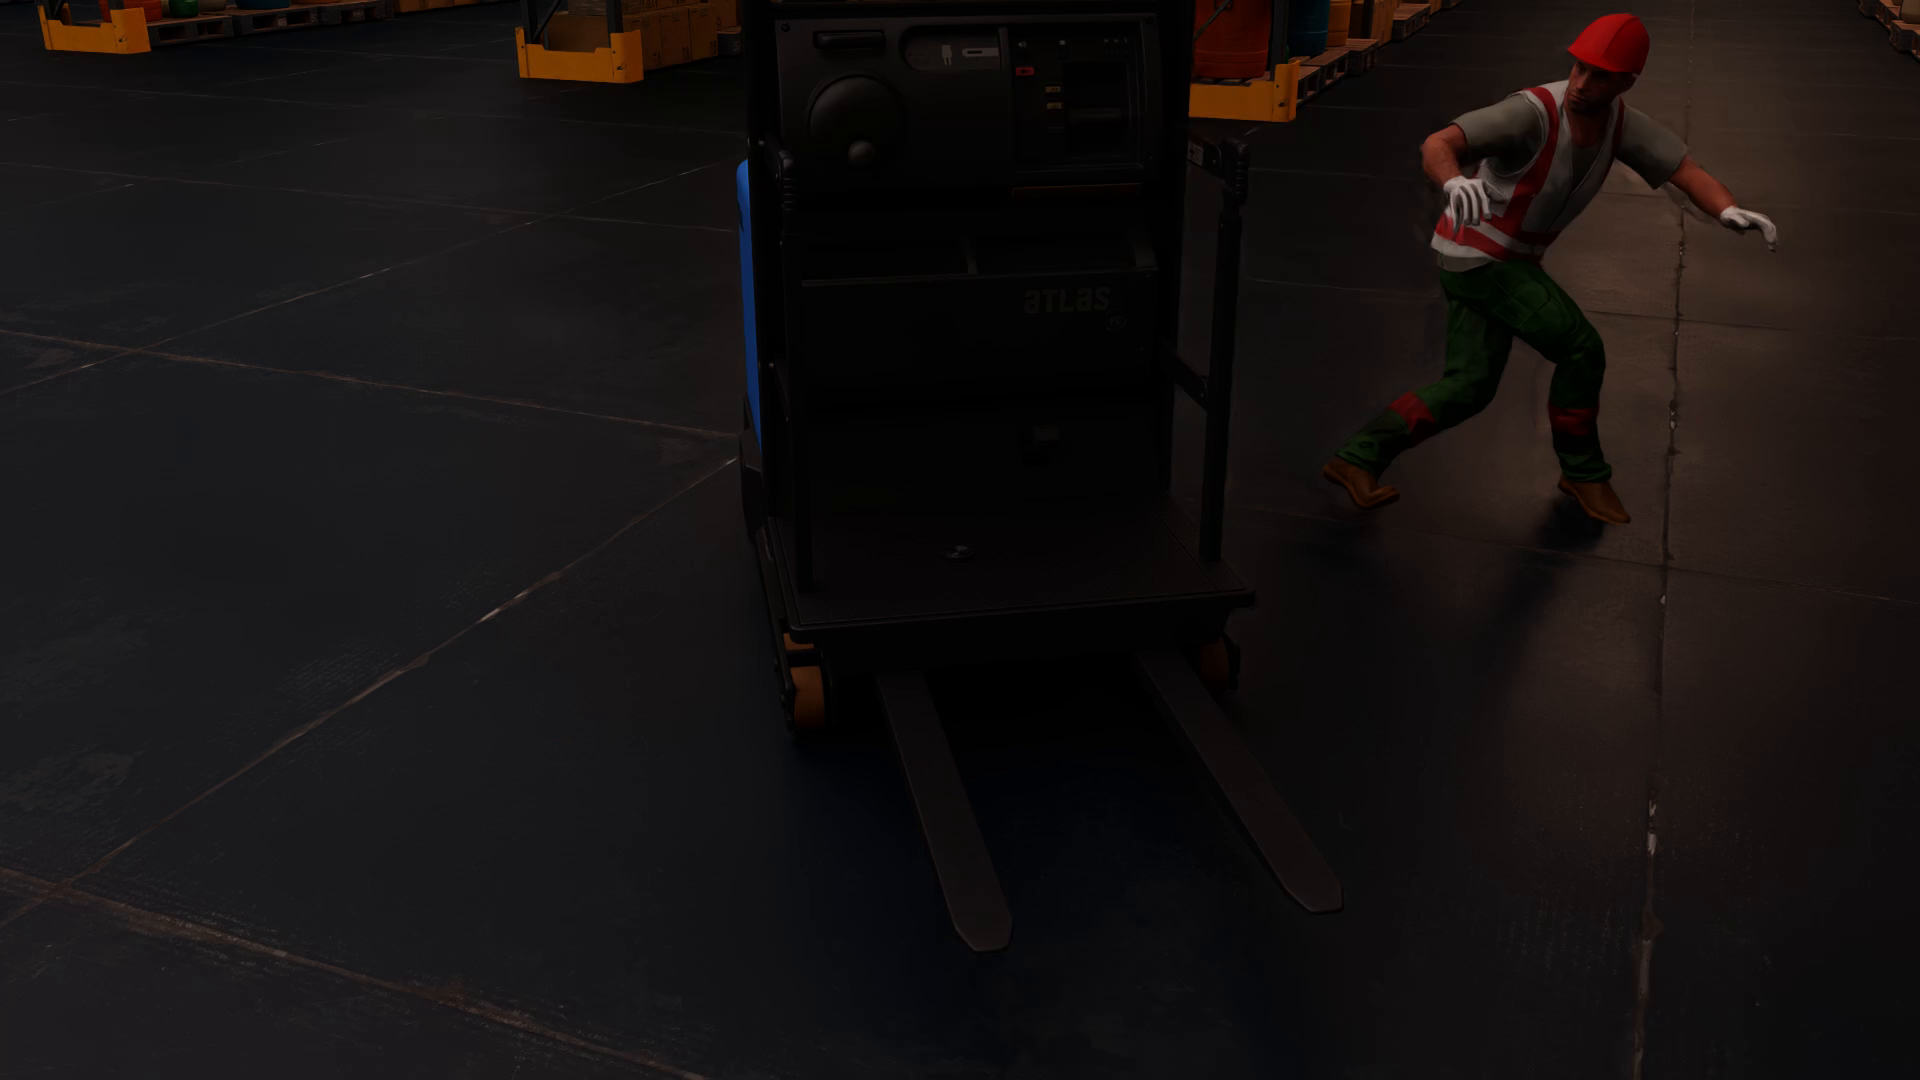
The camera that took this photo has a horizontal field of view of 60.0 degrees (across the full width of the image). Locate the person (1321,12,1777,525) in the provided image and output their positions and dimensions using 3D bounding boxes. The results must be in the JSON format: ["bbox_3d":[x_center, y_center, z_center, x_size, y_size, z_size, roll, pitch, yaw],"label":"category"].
[{"bbox_3d":[1.756,-0.748,4.935,1.112,1.554,0.938,17,28,35],"label":"person"}]

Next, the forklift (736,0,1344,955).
[{"bbox_3d":[0.072,-1.041,3.784,1.130,2.935,3.031,-4,23,-10],"label":"forklift"}]
